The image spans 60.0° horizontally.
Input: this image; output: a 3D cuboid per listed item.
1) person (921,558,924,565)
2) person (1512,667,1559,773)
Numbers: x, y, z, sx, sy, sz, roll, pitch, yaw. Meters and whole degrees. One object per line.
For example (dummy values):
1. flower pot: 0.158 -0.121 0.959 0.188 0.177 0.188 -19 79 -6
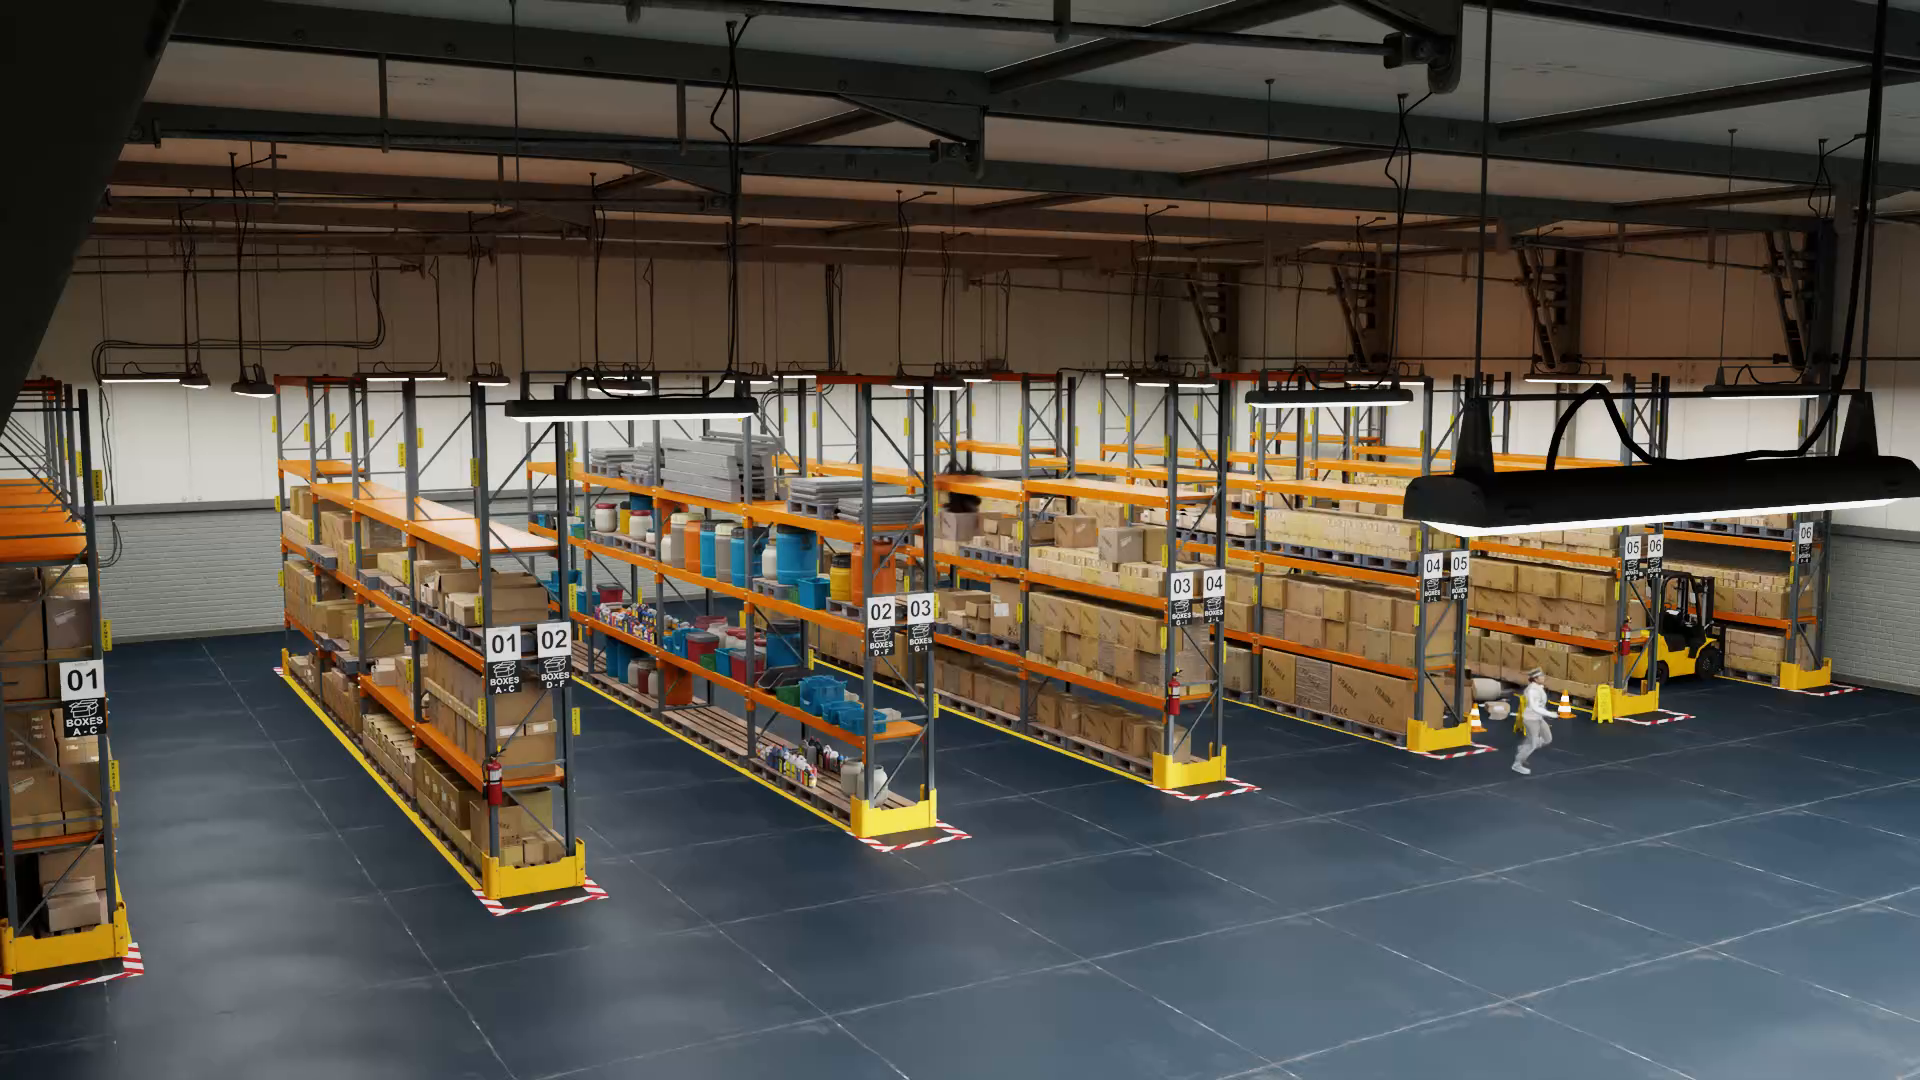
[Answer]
1. person: -0.838 1.264 38.491 0.674 1.764 0.802 -4 7 -29
2. person: 8.803 2.736 25.388 0.654 1.655 0.644 3 7 28
